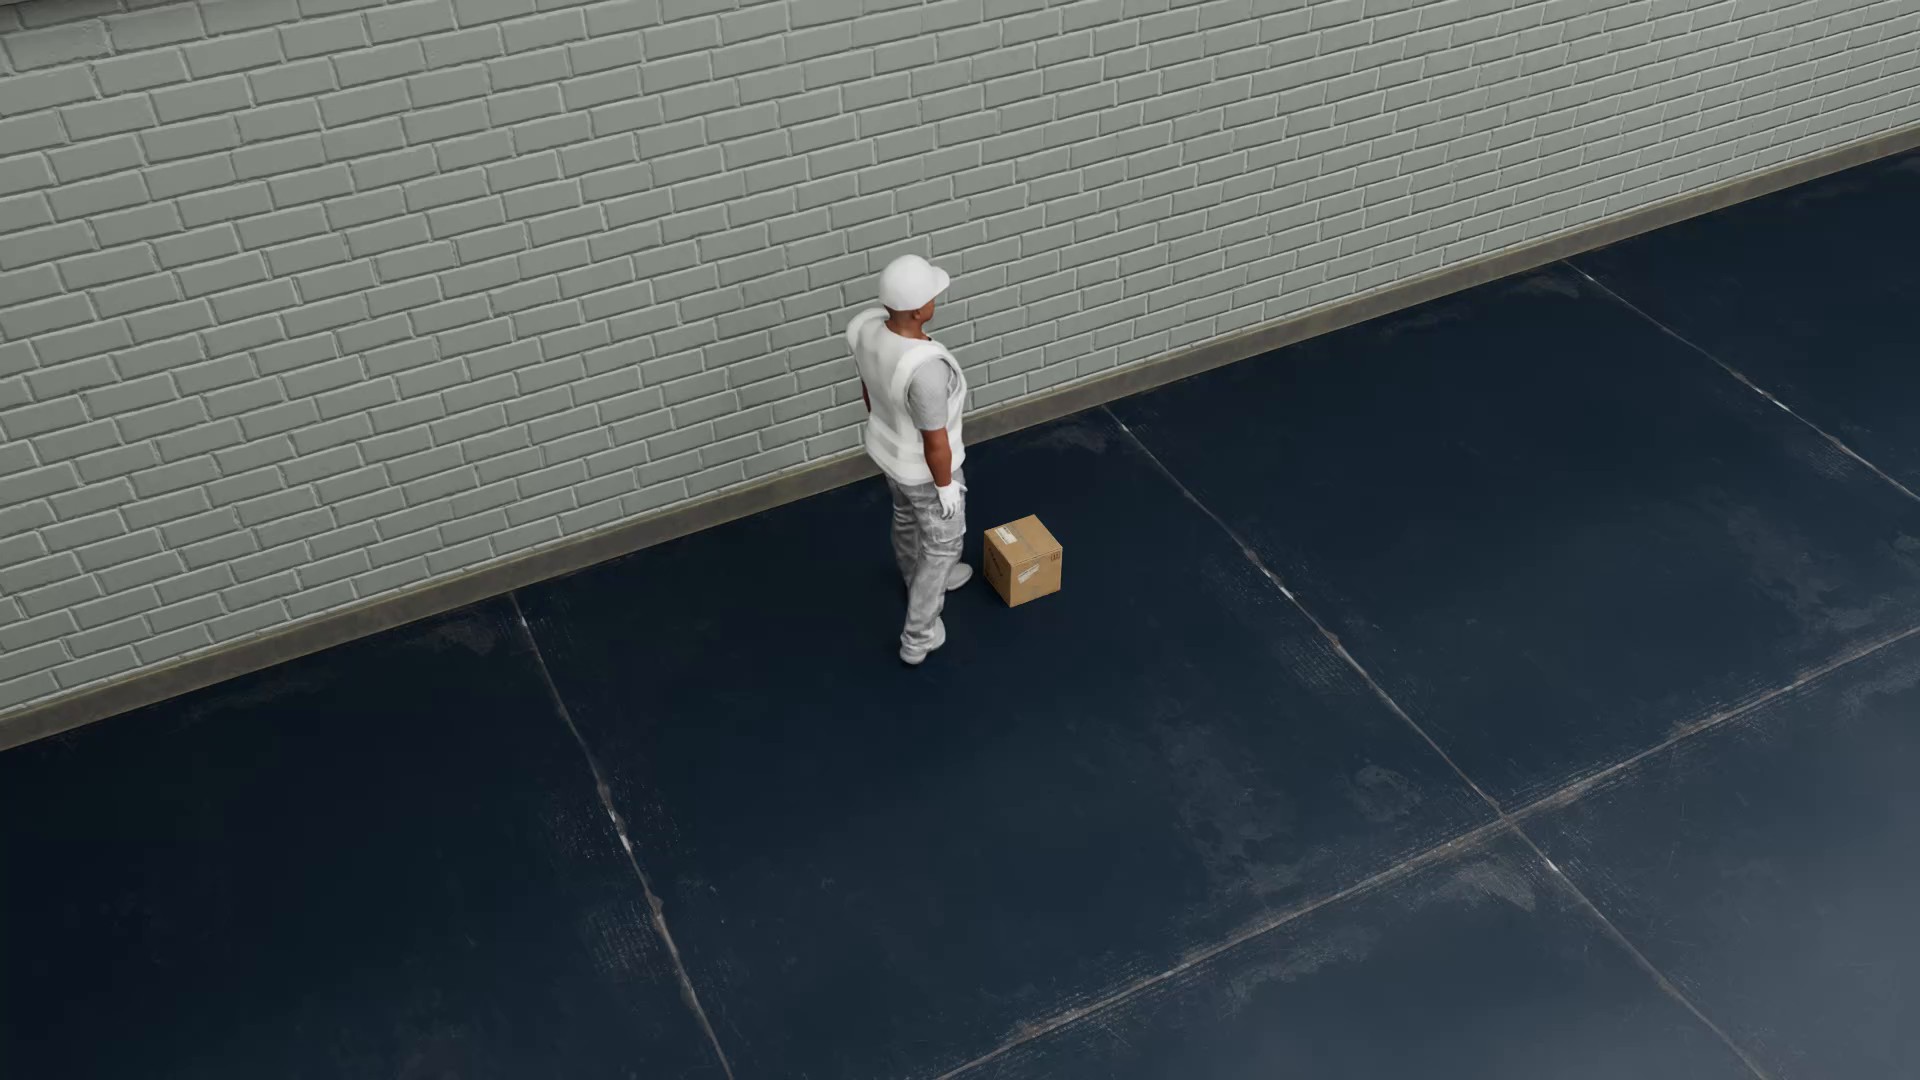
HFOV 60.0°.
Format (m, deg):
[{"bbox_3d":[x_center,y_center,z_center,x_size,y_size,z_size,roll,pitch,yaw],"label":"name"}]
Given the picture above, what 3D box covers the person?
[{"bbox_3d":[-0.129,-0.362,6.554,0.562,1.788,0.576,-24,46,-25],"label":"person"}]
